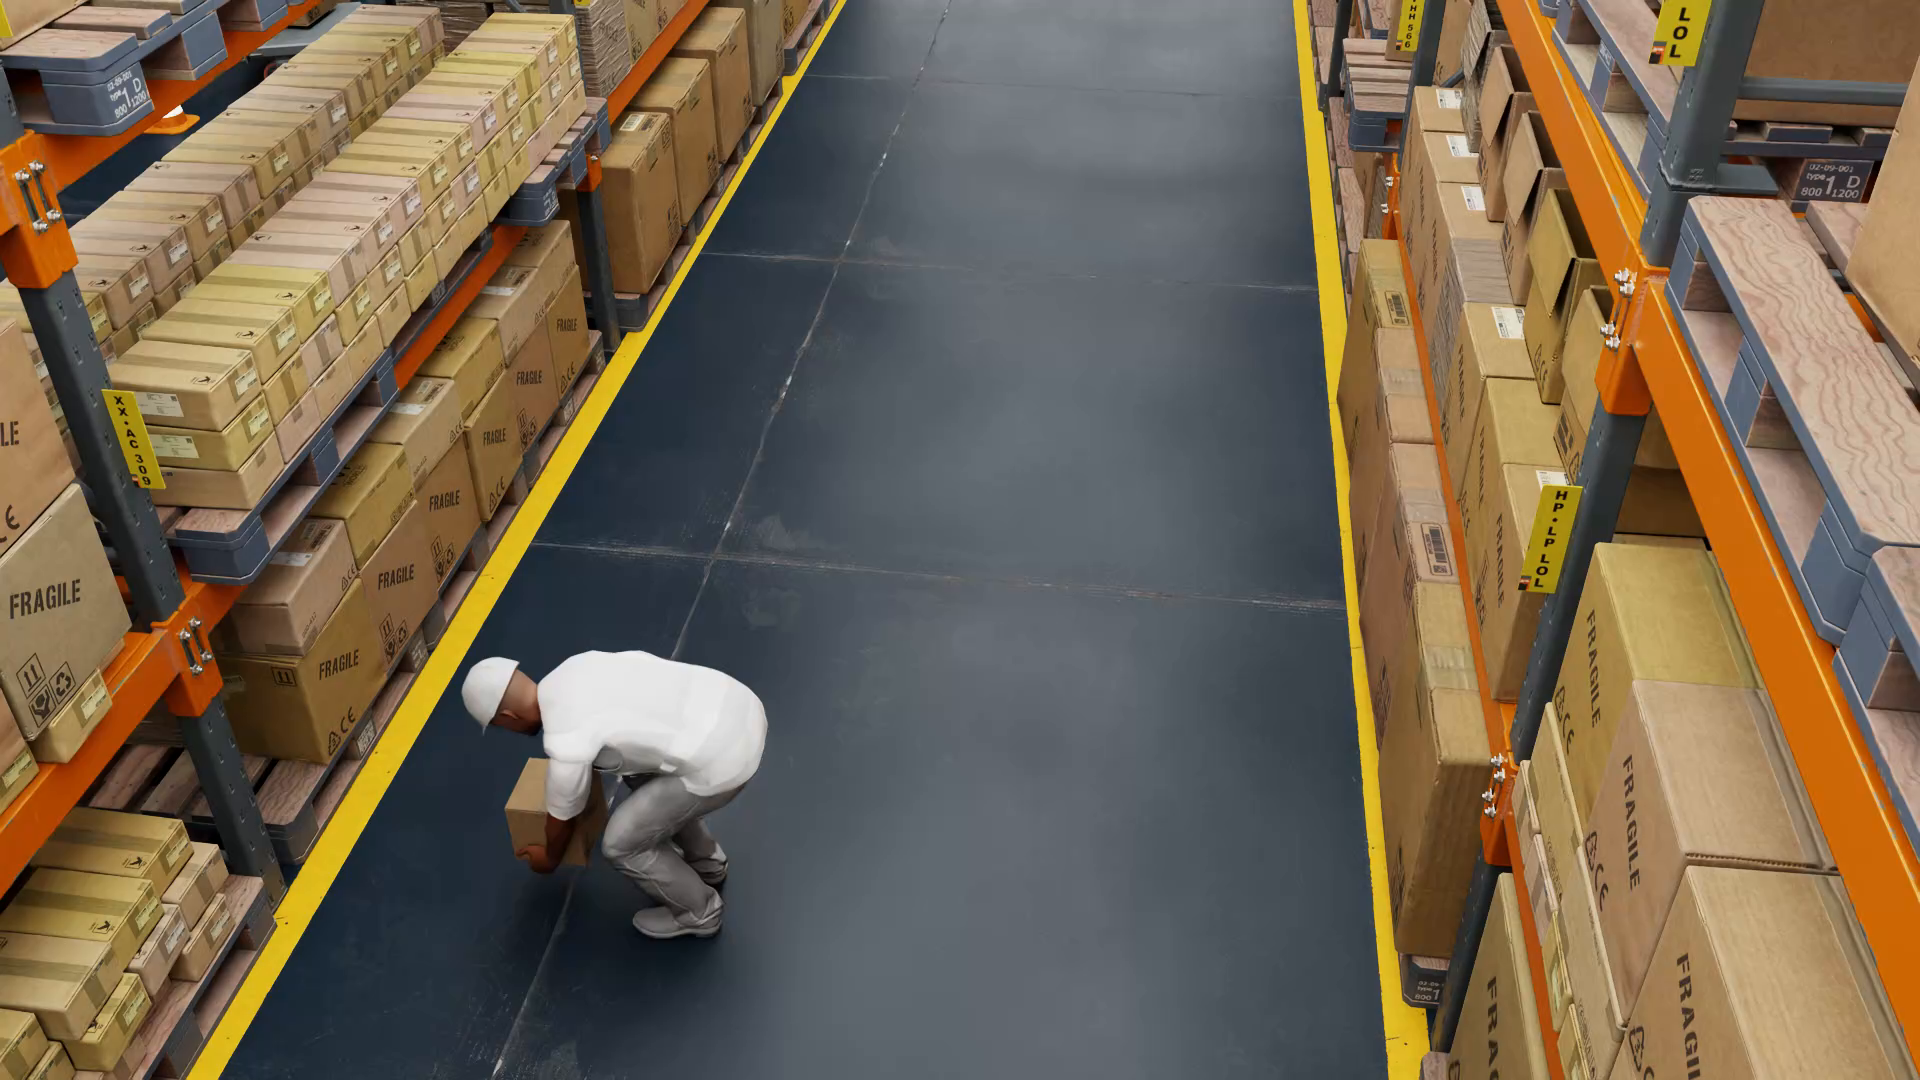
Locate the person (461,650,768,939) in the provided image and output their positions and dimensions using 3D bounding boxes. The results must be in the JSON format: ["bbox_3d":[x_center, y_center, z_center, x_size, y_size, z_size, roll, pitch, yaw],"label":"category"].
[{"bbox_3d":[-1.122,0.836,5.575,0.965,1.059,0.512,3,36,4],"label":"person"}]
